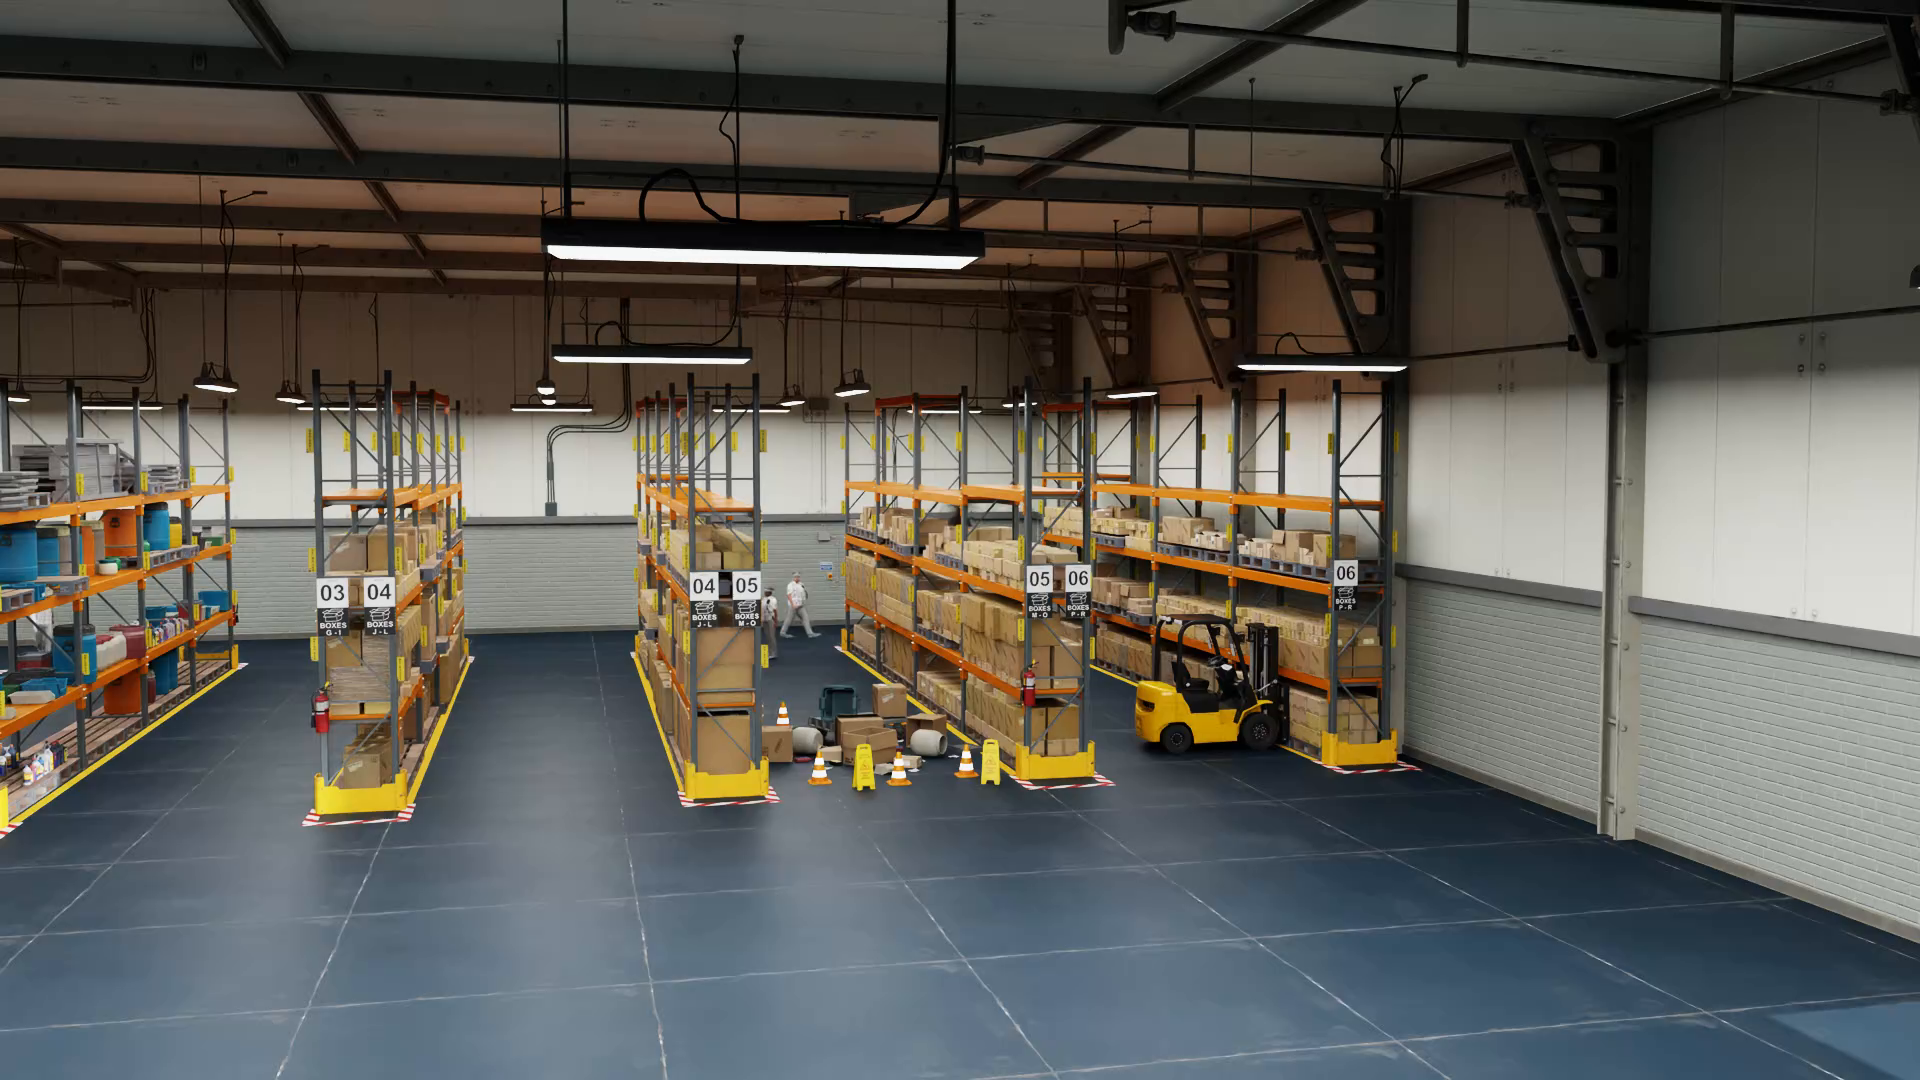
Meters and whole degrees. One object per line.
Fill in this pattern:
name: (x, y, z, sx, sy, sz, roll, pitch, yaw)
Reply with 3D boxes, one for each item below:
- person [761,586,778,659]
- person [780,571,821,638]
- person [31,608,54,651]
person: (-4.467, 1.916, 38.897, 0.347, 1.675, 0.528, -3, 5, -44)
person: (-4.120, 1.657, 42.689, 1.016, 1.713, 0.674, 1, 4, 21)
person: (-21.178, 1.957, 38.395, 0.464, 1.633, 0.914, -2, 4, -27)
